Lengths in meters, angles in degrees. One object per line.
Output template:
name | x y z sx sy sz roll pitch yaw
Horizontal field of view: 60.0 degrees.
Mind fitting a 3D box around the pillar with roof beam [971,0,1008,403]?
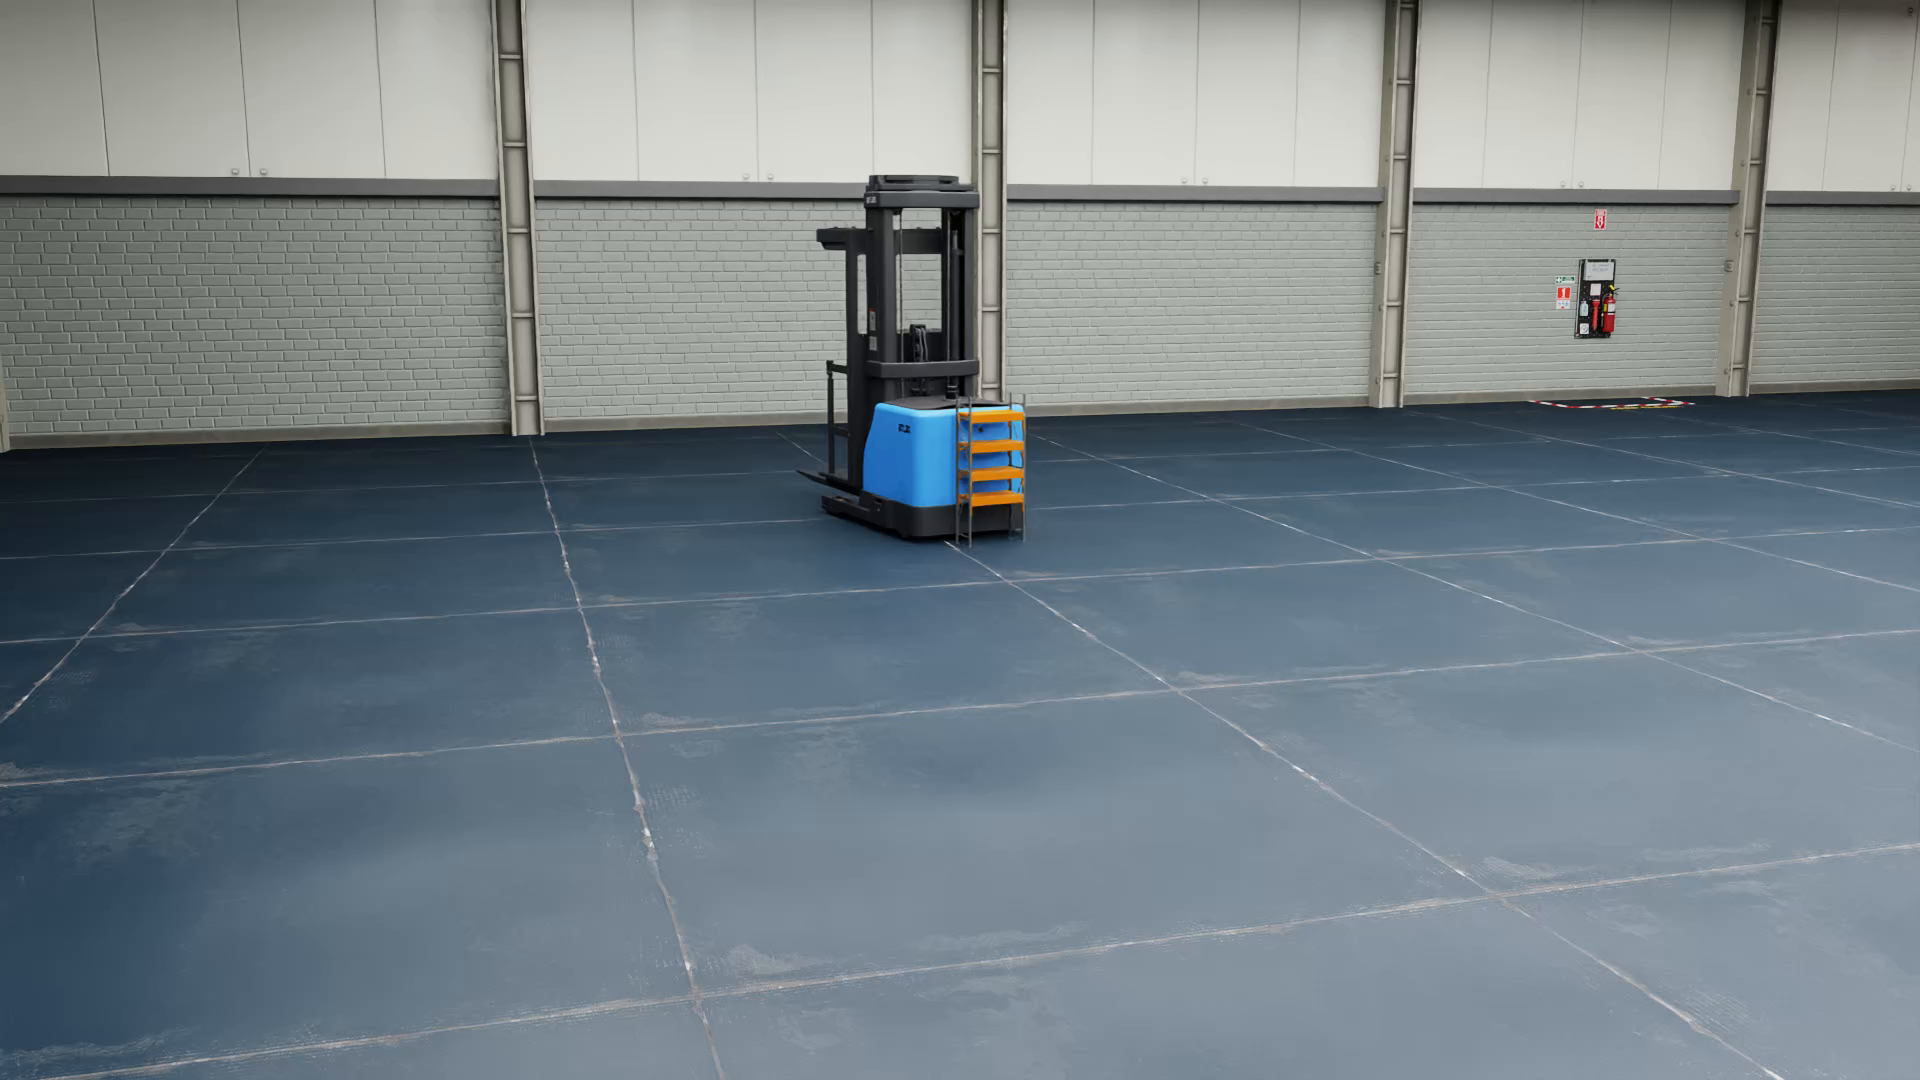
pillar with roof beam | 1.584 -5.300 17.481 0.400 9.000 9.100 -3 11 -16

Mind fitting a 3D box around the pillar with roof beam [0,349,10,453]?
pillar with roof beam | -9.938 -4.693 14.182 0.400 9.000 9.100 -3 11 -16

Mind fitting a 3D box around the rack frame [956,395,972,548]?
rack frame | 0.028 -0.544 13.186 0.015 1.200 0.240 -5 12 -27

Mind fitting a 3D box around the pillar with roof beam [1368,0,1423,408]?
pillar with roof beam | 7.345 -5.604 19.130 0.400 9.000 9.100 -3 11 -16

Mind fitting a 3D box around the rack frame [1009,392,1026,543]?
rack frame | 0.459 -0.585 13.410 0.015 1.200 0.240 -5 12 -27

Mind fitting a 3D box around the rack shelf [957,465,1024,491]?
rack shelf | 0.244 -0.498 13.310 0.480 0.148 0.258 -5 12 -27

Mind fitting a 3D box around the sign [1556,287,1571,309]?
sign | 8.959 -3.594 24.687 0.234 0.329 0.001 -3 11 -16

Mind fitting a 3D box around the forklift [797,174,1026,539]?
forklift | -0.577 -1.677 14.561 1.130 2.935 3.031 -5 12 -27

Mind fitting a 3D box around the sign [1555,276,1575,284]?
sign | 8.966 -3.854 24.632 0.331 0.109 0.001 -3 11 -16

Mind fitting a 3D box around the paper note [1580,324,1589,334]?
paper note | 9.330 -3.157 24.841 0.142 0.148 0.016 -3 11 -16

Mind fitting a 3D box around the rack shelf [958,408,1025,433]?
rack shelf | 0.244 -0.951 13.227 0.480 0.148 0.258 -5 12 -27

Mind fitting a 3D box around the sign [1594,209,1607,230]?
sign | 9.483 -4.744 24.626 0.199 0.298 0.001 -3 11 -16

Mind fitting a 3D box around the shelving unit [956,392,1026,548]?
shelving unit | 0.244 -0.564 13.298 0.503 1.200 0.258 -5 12 -27

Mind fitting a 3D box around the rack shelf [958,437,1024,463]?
rack shelf | 0.244 -0.718 13.270 0.480 0.148 0.258 -5 12 -27

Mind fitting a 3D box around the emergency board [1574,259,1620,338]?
emergency board | 9.519 -3.587 24.744 0.643 1.169 0.194 -3 11 -16

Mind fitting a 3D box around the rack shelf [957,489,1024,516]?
rack shelf | 0.244 -0.303 13.346 0.480 0.148 0.258 -5 12 -27

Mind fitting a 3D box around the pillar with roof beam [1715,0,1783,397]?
pillar with roof beam | 13.106 -5.907 20.779 0.400 9.000 9.100 -3 11 -16

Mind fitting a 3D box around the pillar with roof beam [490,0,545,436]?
pillar with roof beam | -4.177 -4.996 15.832 0.400 9.000 9.100 -3 11 -16
